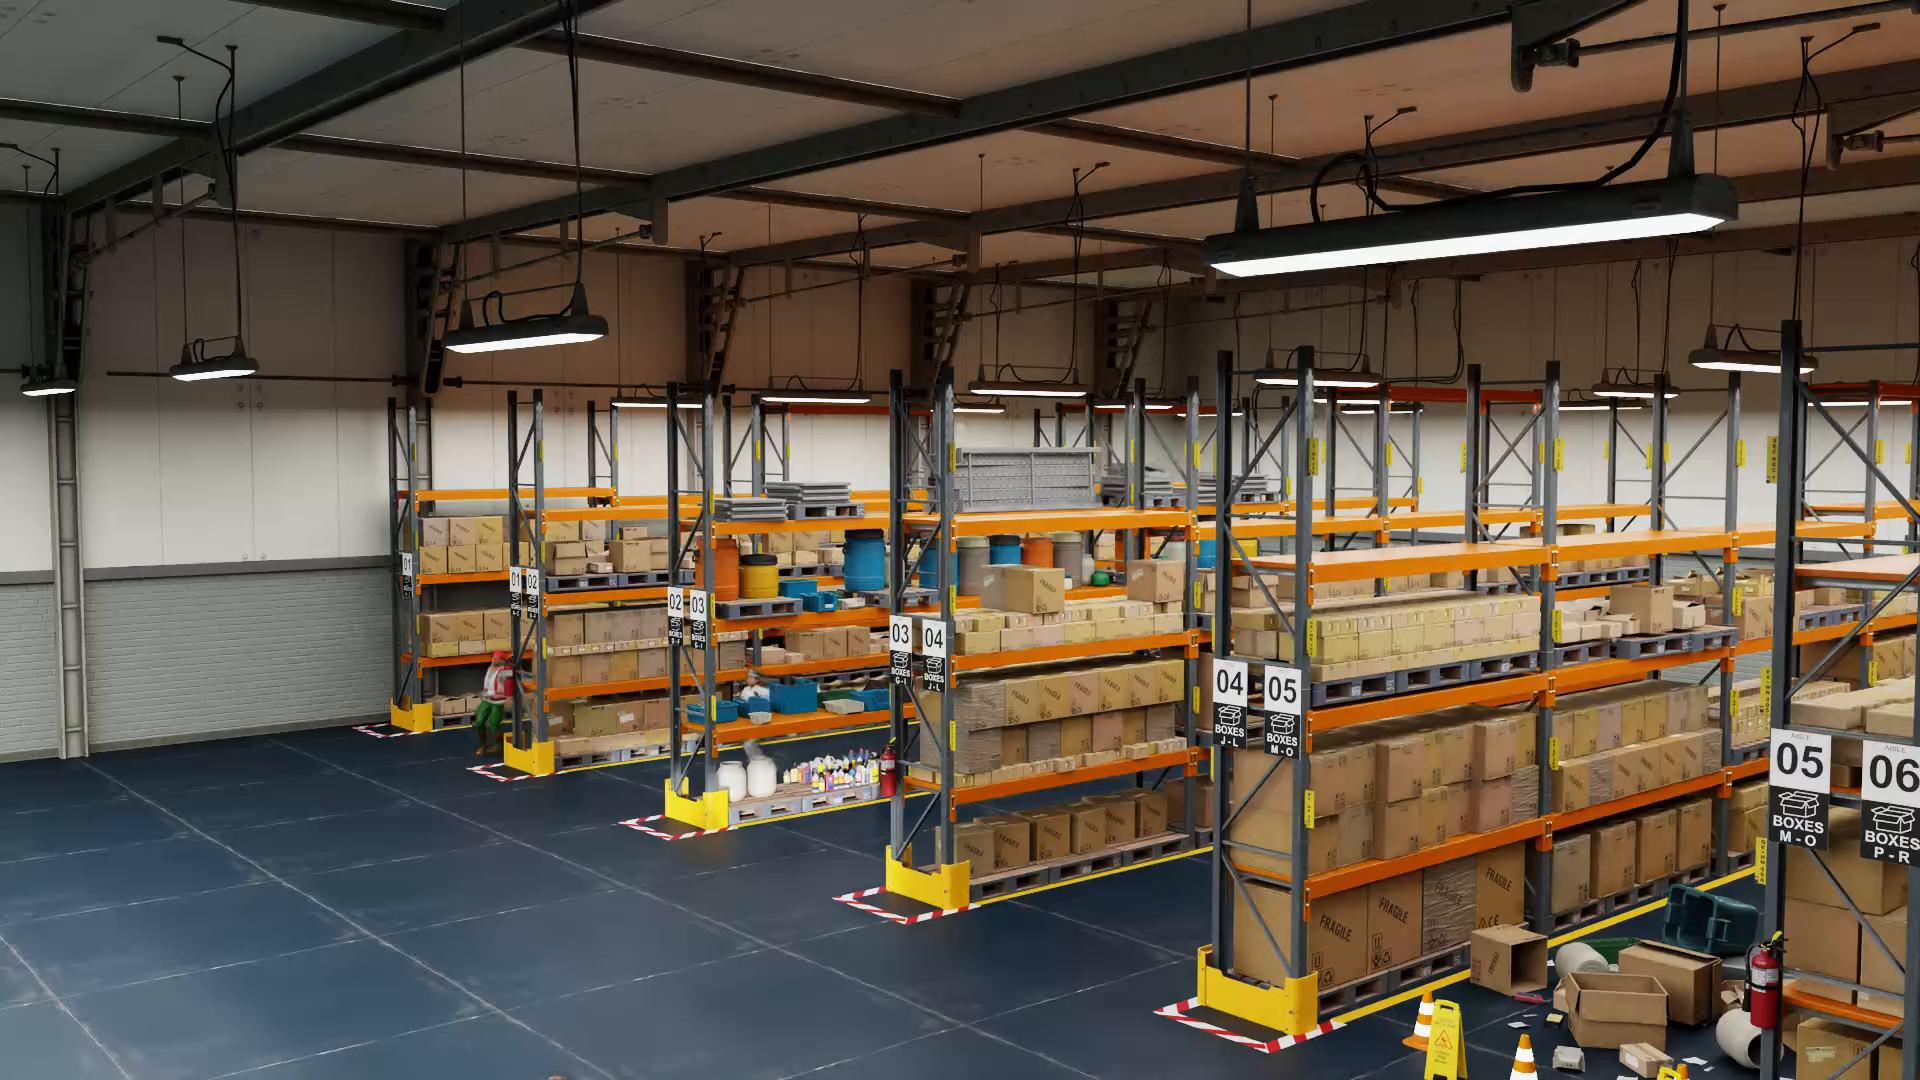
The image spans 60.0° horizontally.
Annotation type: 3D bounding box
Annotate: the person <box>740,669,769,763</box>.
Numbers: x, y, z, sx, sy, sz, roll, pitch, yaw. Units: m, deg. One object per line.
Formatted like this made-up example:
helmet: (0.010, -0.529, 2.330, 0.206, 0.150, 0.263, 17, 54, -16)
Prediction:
person: (-3.178, 2.833, 25.495, 0.592, 1.734, 0.684, 3, 4, 40)

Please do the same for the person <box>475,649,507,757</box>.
person: (-7.660, 2.694, 27.401, 0.657, 1.798, 0.662, 1, 4, 23)
